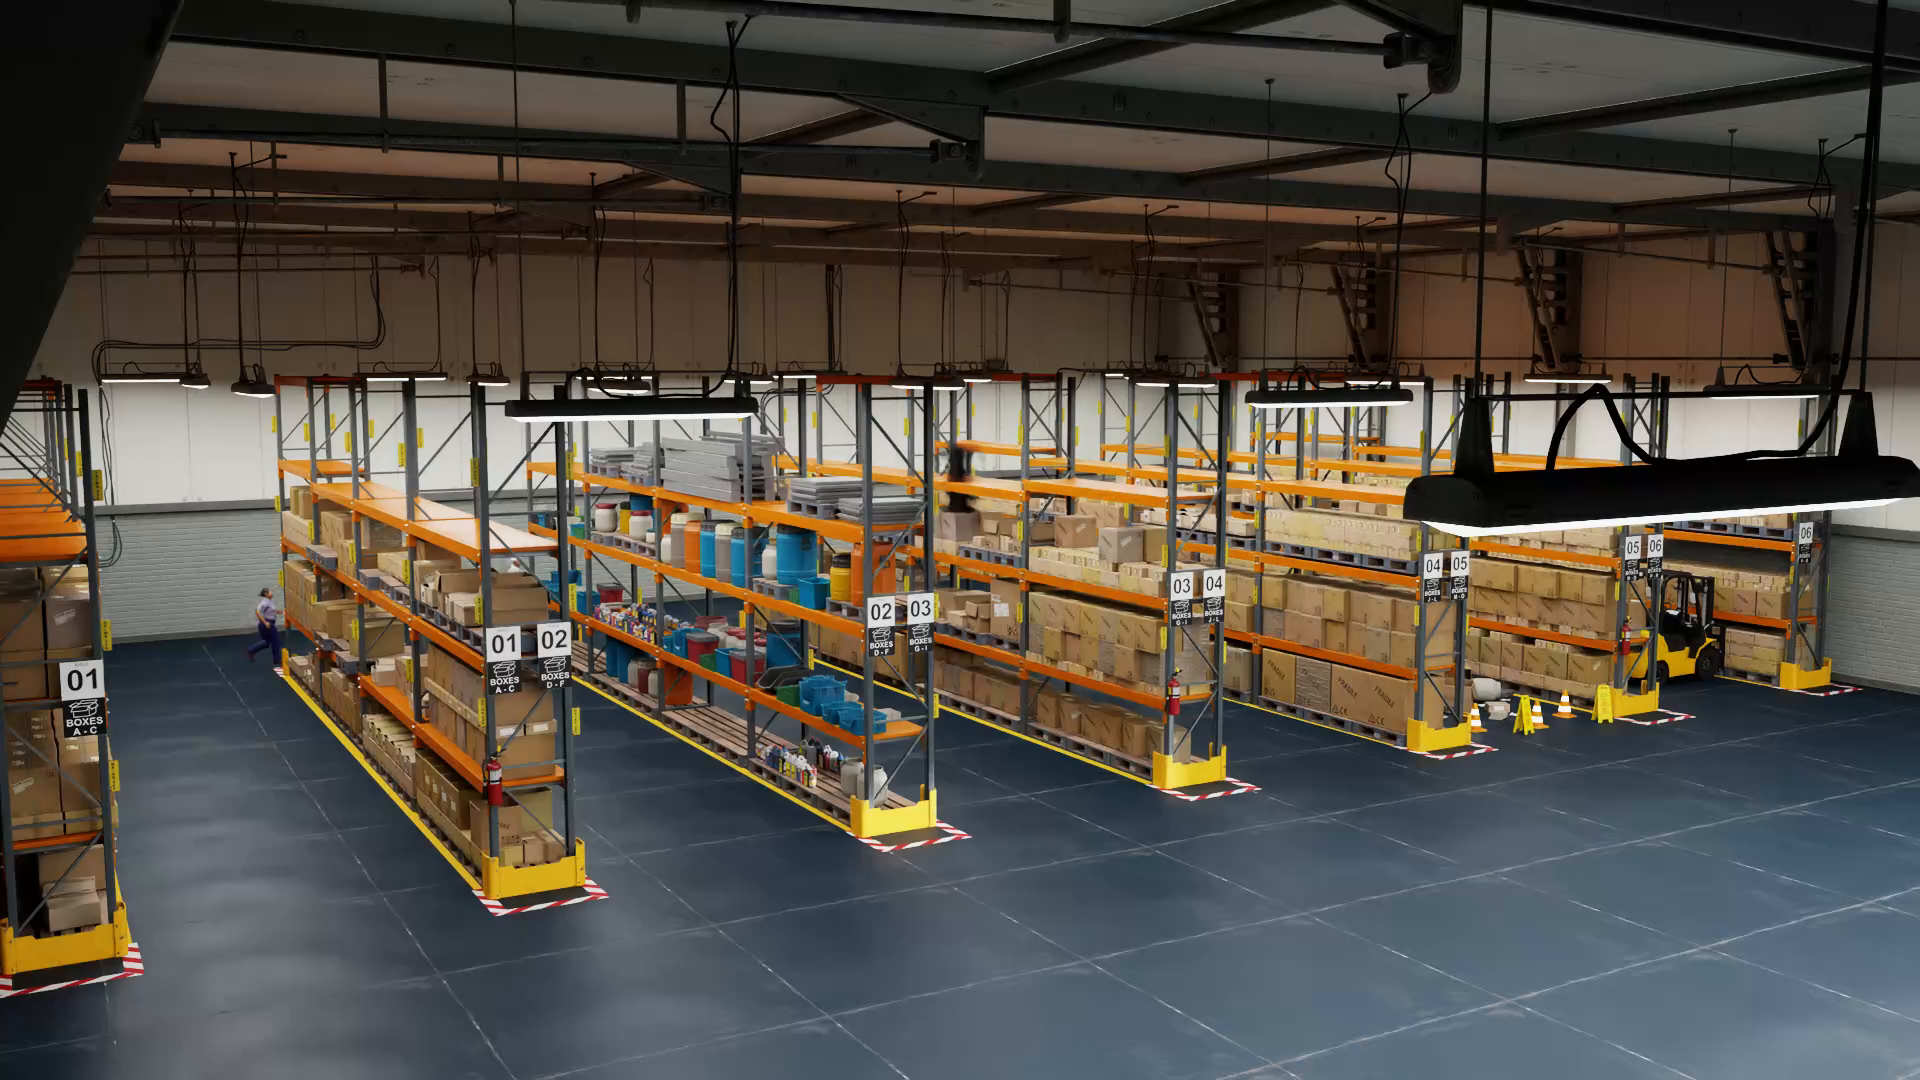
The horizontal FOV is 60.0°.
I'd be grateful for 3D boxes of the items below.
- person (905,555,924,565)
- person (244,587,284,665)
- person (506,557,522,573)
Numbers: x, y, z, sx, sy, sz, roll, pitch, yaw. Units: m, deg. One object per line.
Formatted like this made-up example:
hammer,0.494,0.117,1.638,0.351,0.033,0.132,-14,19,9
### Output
person,-1.167,0.907,41.983,0.664,1.735,0.707,2,7,19
person,-14.266,1.777,34.158,0.829,1.625,0.601,-3,7,-26
person,-10.270,1.237,38.506,0.851,1.836,0.666,0,6,-4
